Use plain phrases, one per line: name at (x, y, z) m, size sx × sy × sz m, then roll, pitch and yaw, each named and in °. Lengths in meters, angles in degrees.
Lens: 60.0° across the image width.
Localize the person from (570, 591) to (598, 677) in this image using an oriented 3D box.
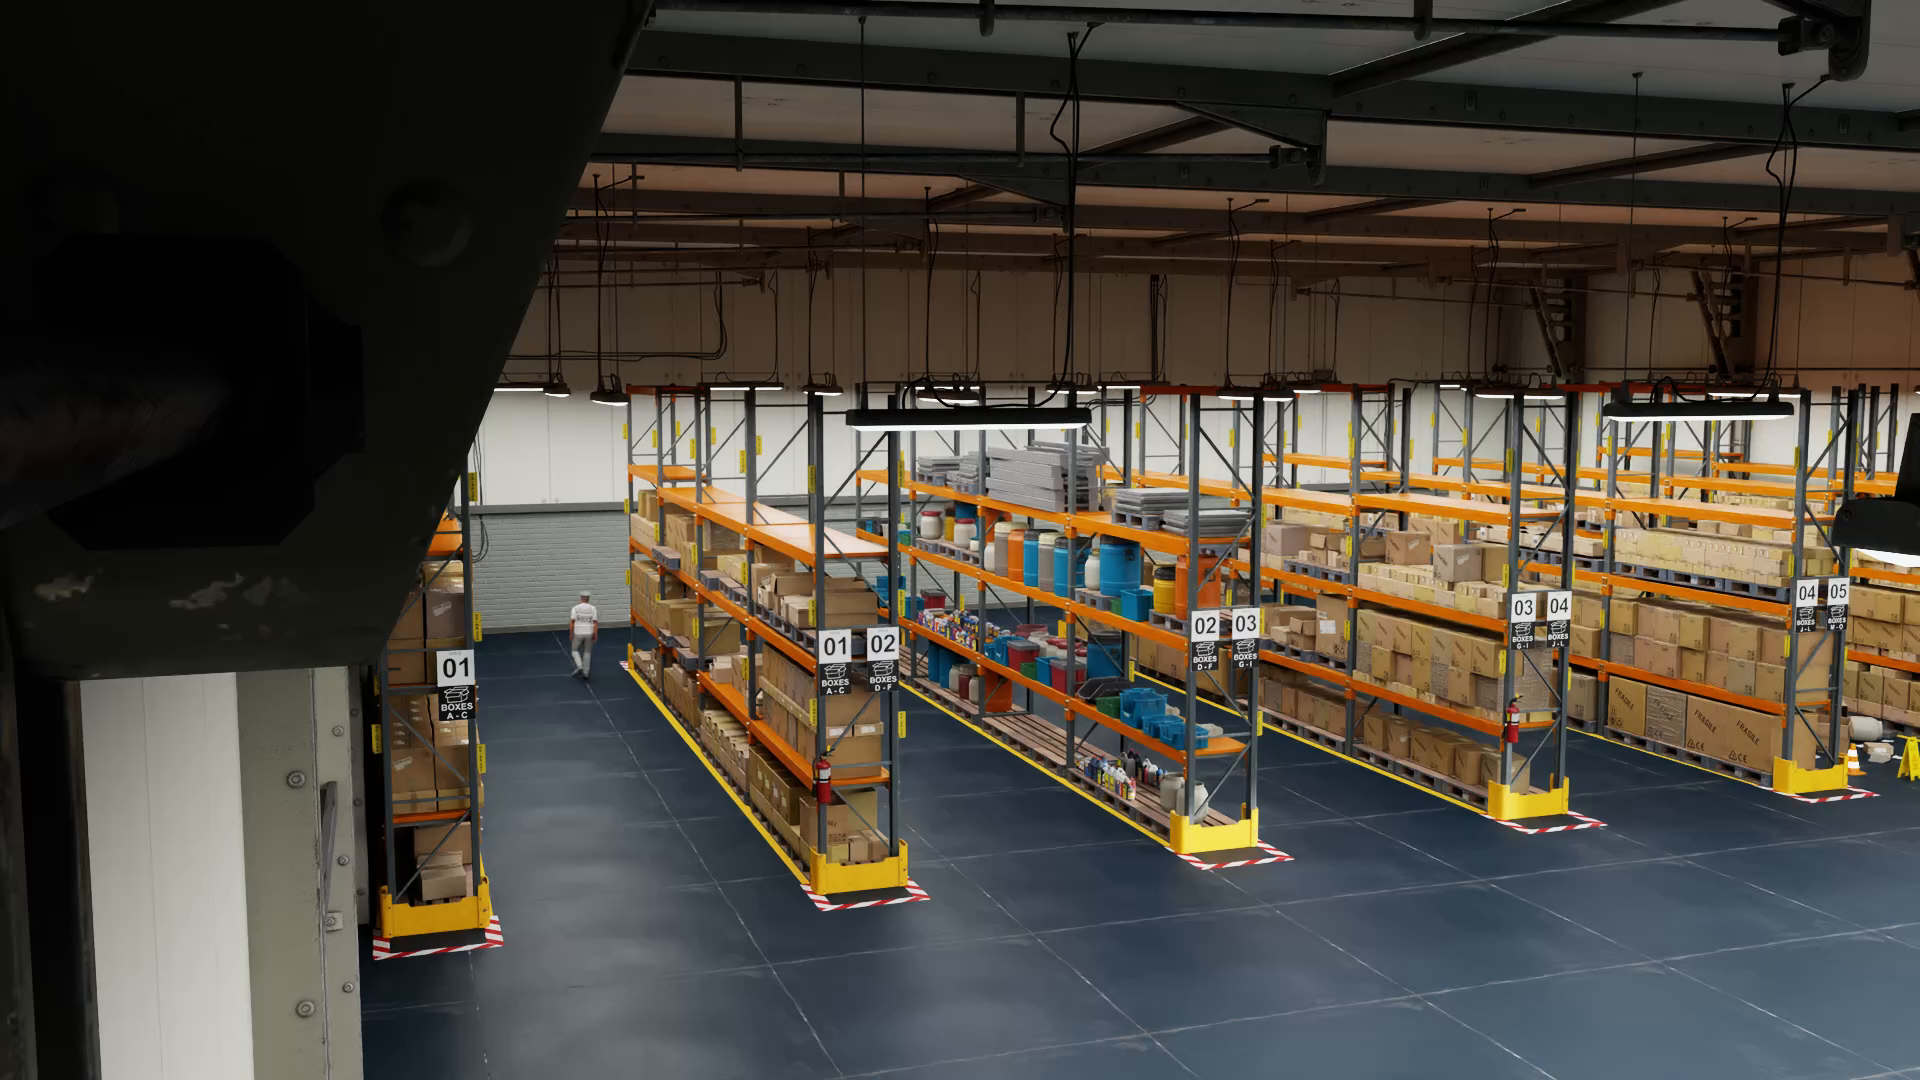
person at (-7.690, 1.944, 34.016) m, size 0.569 × 1.749 × 0.526 m, roll -2°, pitch 6°, yaw -18°
